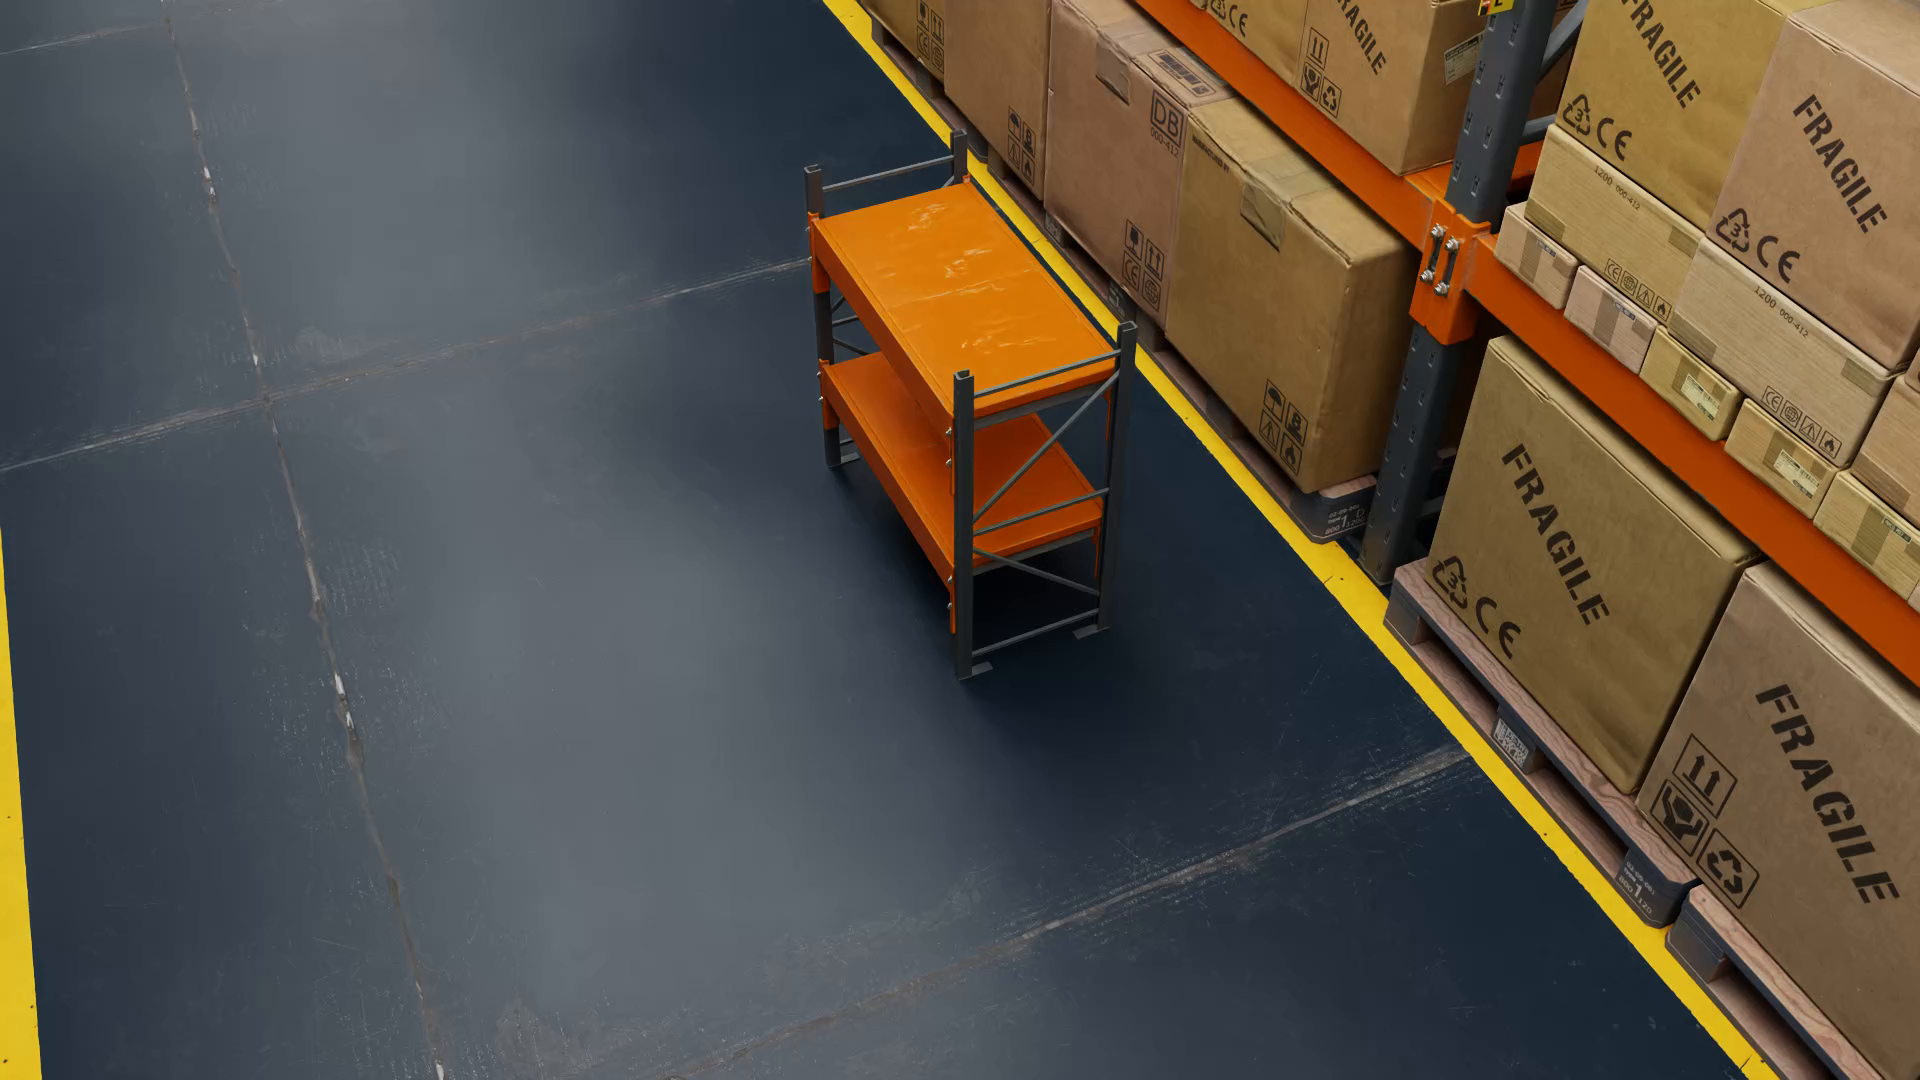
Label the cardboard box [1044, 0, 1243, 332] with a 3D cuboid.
[{"bbox_3d":[1.050,-1.469,5.817,1.225,0.875,0.875,-20,48,-19],"label":"cardboard box"}]

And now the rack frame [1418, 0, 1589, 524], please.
[{"bbox_3d":[1.711,-1.104,4.233,0.949,2.616,0.053,-18,47,-17],"label":"rack frame"}]

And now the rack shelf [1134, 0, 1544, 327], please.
[{"bbox_3d":[0.873,-2.123,5.778,1.077,0.370,4.000,-18,47,-17],"label":"rack shelf"}]

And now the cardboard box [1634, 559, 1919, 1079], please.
[{"bbox_3d":[2.297,0.520,3.801,0.875,0.875,0.875,-18,47,-17],"label":"cardboard box"}]

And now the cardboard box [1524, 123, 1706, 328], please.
[{"bbox_3d":[1.673,-0.780,3.800,0.500,0.250,0.500,-19,48,-18],"label":"cardboard box"}]

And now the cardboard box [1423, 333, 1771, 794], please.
[{"bbox_3d":[1.918,-0.054,4.382,0.875,0.875,0.875,-18,47,-17],"label":"cardboard box"}]

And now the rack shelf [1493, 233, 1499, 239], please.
[{"bbox_3d":[2.554,0.356,3.126,0.919,0.124,3.809,-18,47,-17],"label":"rack shelf"}]

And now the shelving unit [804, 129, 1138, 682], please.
[{"bbox_3d":[0.003,-0.396,4.851,0.538,1.125,1.048,-18,47,-17],"label":"shelving unit"}]

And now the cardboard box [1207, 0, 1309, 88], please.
[{"bbox_3d":[1.067,-1.675,4.741,0.500,0.500,0.500,-17,47,-16],"label":"cardboard box"}]

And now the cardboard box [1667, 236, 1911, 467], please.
[{"bbox_3d":[1.878,-0.462,3.478,0.500,0.250,0.500,-18,47,-18],"label":"cardboard box"}]

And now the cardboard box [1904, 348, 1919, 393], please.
[{"bbox_3d":[2.106,-0.397,2.878,0.500,0.500,0.500,-19,48,-19],"label":"cardboard box"}]

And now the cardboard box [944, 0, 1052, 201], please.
[{"bbox_3d":[0.671,-2.031,6.386,1.225,0.875,0.875,-18,47,-17],"label":"cardboard box"}]

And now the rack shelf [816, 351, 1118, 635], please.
[{"bbox_3d":[0.003,-0.222,5.022,0.538,0.278,1.000,-18,47,-17],"label":"rack shelf"}]

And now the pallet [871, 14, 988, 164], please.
[{"bbox_3d":[0.295,-2.136,7.265,1.003,0.211,1.213,-18,47,-17],"label":"pallet"}]

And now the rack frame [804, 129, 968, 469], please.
[{"bbox_3d":[-0.211,-0.720,5.179,0.500,1.125,0.032,-18,47,-17],"label":"rack frame"}]

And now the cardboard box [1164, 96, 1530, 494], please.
[{"bbox_3d":[1.426,-0.900,5.240,1.225,0.875,0.875,-18,47,-17],"label":"cardboard box"}]

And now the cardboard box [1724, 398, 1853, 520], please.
[{"bbox_3d":[1.870,-0.226,3.523,0.380,0.149,0.250,-19,48,-18],"label":"cardboard box"}]

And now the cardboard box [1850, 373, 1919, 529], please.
[{"bbox_3d":[2.101,-0.134,3.145,0.500,0.250,0.500,-17,47,-16],"label":"cardboard box"}]

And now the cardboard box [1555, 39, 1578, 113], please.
[{"bbox_3d":[1.747,-1.507,4.571,0.500,0.500,0.500,-18,47,-17],"label":"cardboard box"}]

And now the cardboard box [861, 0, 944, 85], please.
[{"bbox_3d":[0.303,-2.601,6.964,1.225,0.875,0.875,-20,48,-19],"label":"cardboard box"}]

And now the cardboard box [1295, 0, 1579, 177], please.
[{"bbox_3d":[1.269,-1.358,4.419,0.500,0.500,0.500,-18,47,-17],"label":"cardboard box"}]

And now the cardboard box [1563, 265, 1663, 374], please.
[{"bbox_3d":[1.647,-0.561,3.862,0.380,0.149,0.250,-20,48,-19],"label":"cardboard box"}]

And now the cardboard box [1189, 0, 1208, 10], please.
[{"bbox_3d":[0.841,-2.006,5.076,0.500,0.500,0.500,-19,48,-18],"label":"cardboard box"}]

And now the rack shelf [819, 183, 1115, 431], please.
[{"bbox_3d":[0.003,-0.657,4.593,0.459,0.093,0.952,-18,47,-17],"label":"rack shelf"}]

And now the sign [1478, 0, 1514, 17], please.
[{"bbox_3d":[1.225,-1.322,3.686,0.100,0.325,0.005,-18,47,-17],"label":"sign"}]

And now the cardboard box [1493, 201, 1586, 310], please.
[{"bbox_3d":[1.536,-0.729,4.032,0.380,0.149,0.250,-18,47,-17],"label":"cardboard box"}]

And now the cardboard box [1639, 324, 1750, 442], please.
[{"bbox_3d":[1.758,-0.393,3.692,0.380,0.149,0.250,-17,47,-16],"label":"cardboard box"}]

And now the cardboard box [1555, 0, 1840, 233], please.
[{"bbox_3d":[1.683,-1.043,3.533,0.500,0.500,0.500,-18,47,-17],"label":"cardboard box"}]

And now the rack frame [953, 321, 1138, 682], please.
[{"bbox_3d":[0.217,-0.072,4.522,0.500,1.125,0.032,-18,47,-17],"label":"rack frame"}]

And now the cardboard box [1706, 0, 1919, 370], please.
[{"bbox_3d":[1.883,-0.727,3.213,0.500,0.500,0.500,-18,47,-17],"label":"cardboard box"}]
